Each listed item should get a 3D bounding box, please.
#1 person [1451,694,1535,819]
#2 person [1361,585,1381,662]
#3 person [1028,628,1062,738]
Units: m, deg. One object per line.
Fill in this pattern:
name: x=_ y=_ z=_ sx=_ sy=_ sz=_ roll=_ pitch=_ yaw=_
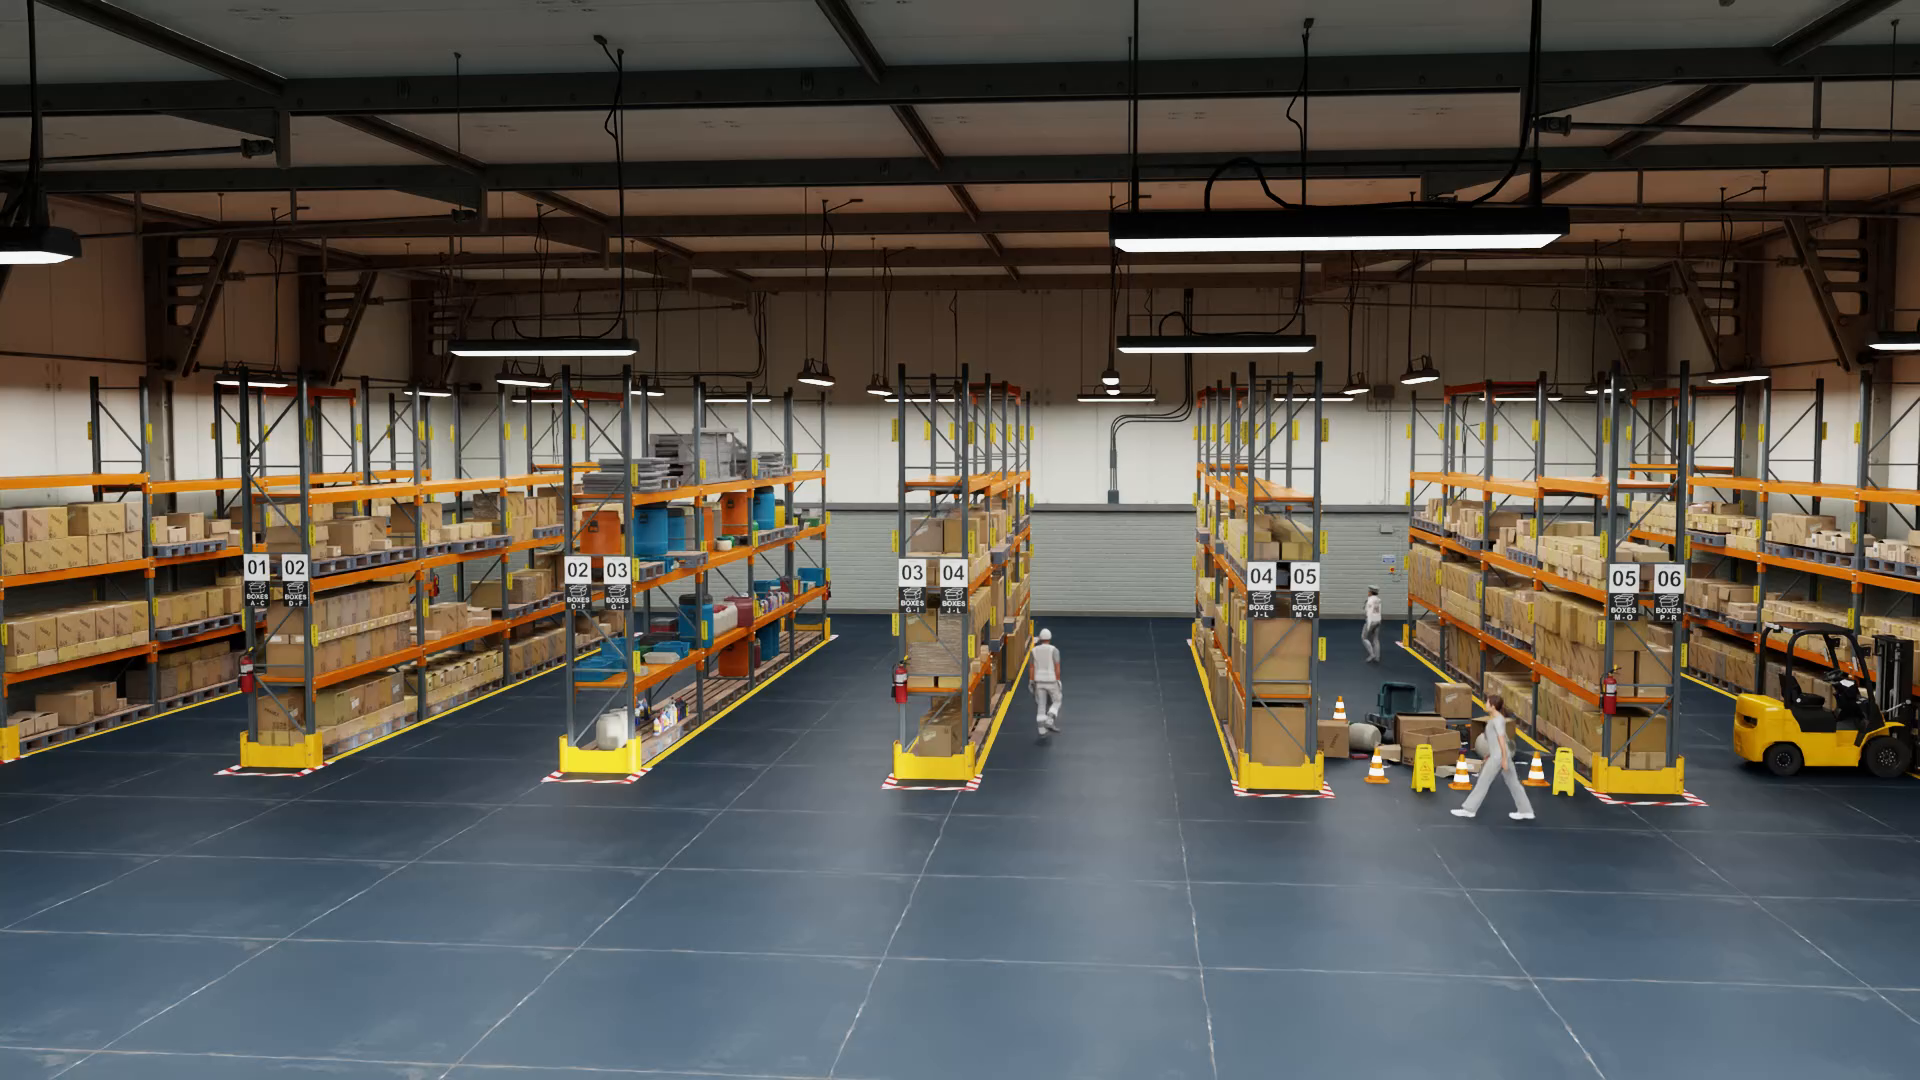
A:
person: x=6.906 y=2.794 z=21.500 sx=1.025 sy=1.597 sz=0.489 roll=1 pitch=4 yaw=21
person: x=9.051 y=1.830 z=36.463 sx=0.521 sy=1.694 sz=0.370 roll=-4 pitch=5 yaw=-45
person: x=1.401 y=2.349 z=27.359 sx=0.584 sy=1.780 sz=0.481 roll=1 pitch=4 yaw=21
